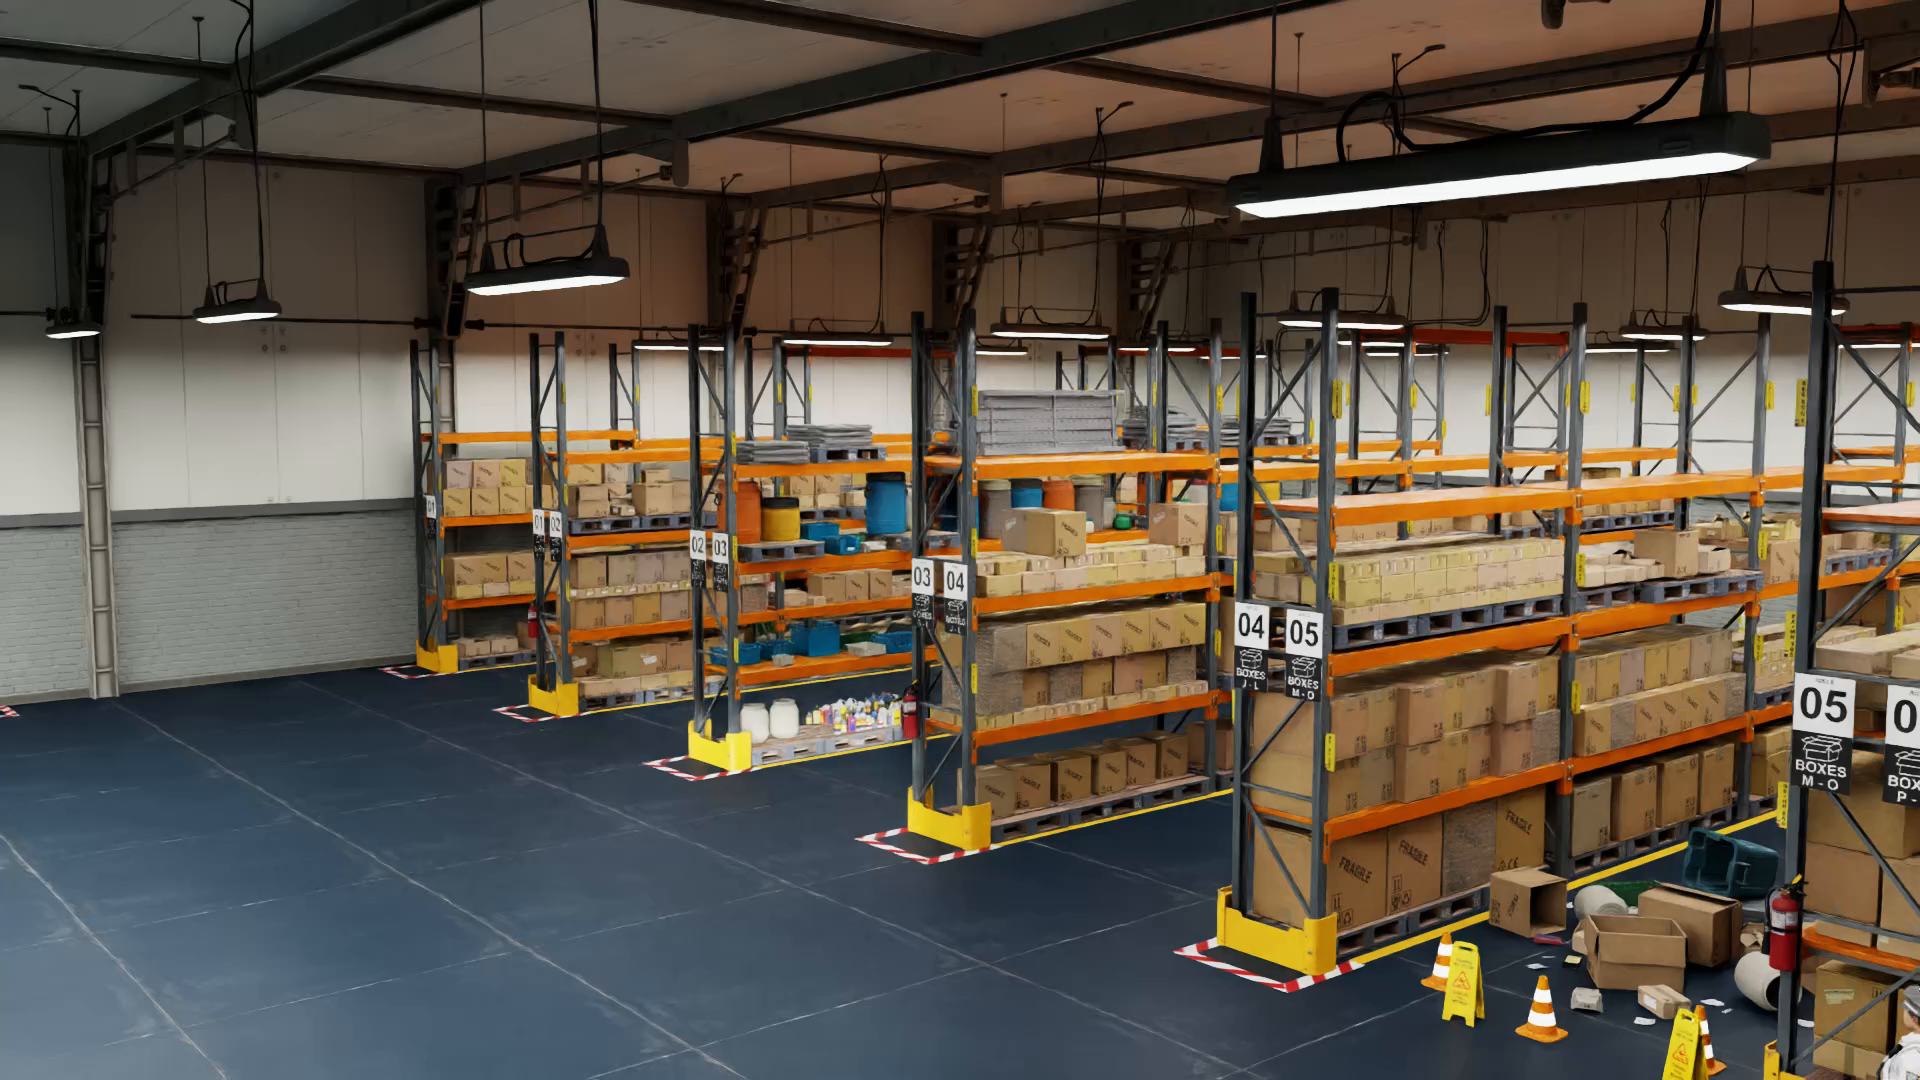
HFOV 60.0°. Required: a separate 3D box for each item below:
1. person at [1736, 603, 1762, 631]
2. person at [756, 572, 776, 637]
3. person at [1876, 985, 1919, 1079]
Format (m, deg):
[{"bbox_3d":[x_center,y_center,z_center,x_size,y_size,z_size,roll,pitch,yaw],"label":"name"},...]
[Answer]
[{"bbox_3d":[13.476,1.642,28.437,0.371,1.766,0.593,2,6,17],"label":"person"},{"bbox_3d":[-3.596,1.402,31.134,0.598,1.792,0.447,1,5,6],"label":"person"},{"bbox_3d":[5.524,3.454,9.728,0.432,1.714,0.497,2,6,23],"label":"person"}]
